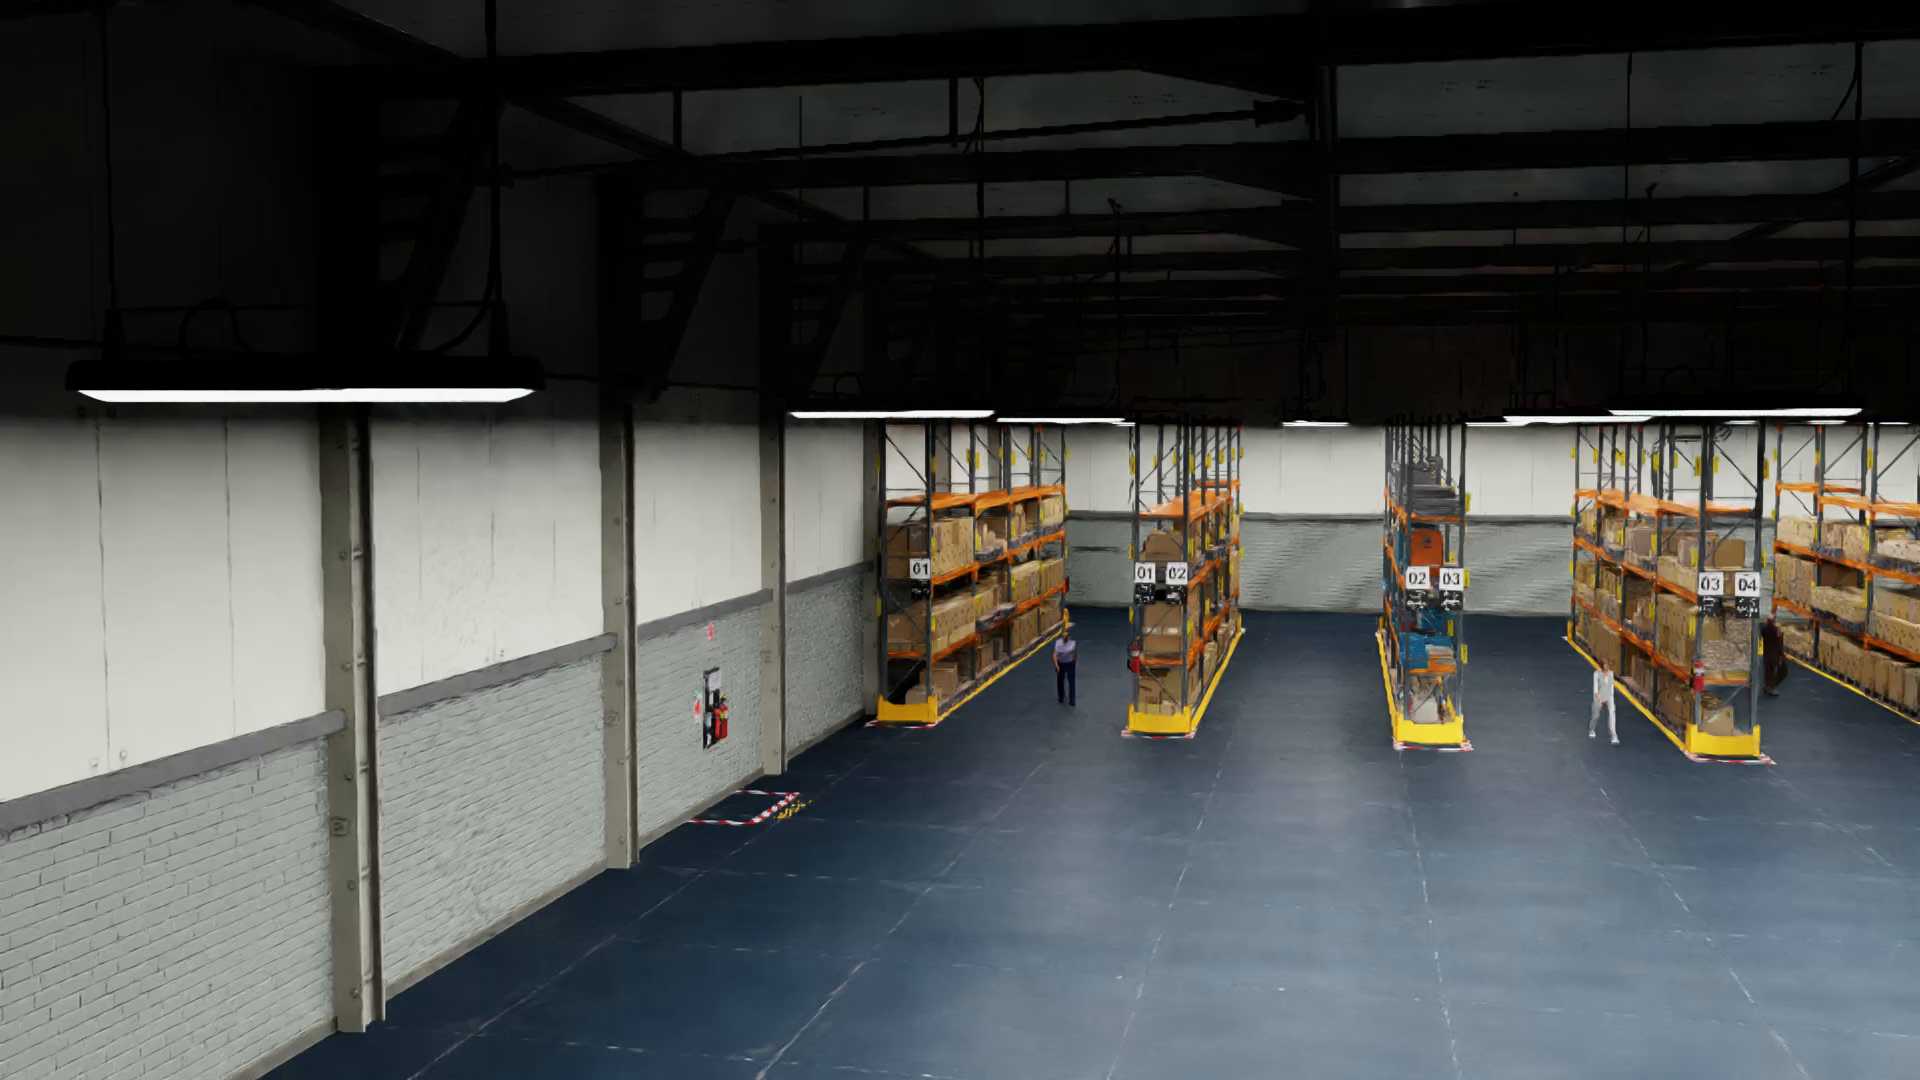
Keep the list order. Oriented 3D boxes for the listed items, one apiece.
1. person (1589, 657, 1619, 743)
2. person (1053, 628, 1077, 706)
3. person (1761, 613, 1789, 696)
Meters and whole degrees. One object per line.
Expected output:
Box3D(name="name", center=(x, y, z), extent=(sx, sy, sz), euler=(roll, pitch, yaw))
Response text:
Box3D(name="person", center=(11.726, 2.890, 30.329), extent=(0.411, 1.533, 0.957), euler=(0, 4, 4))
Box3D(name="person", center=(2.164, 2.601, 34.276), extent=(0.478, 1.580, 0.999), euler=(0, 4, 5))
Box3D(name="person", center=(17.269, 2.443, 35.331), extent=(0.514, 1.778, 0.635), euler=(-1, 4, -15))
